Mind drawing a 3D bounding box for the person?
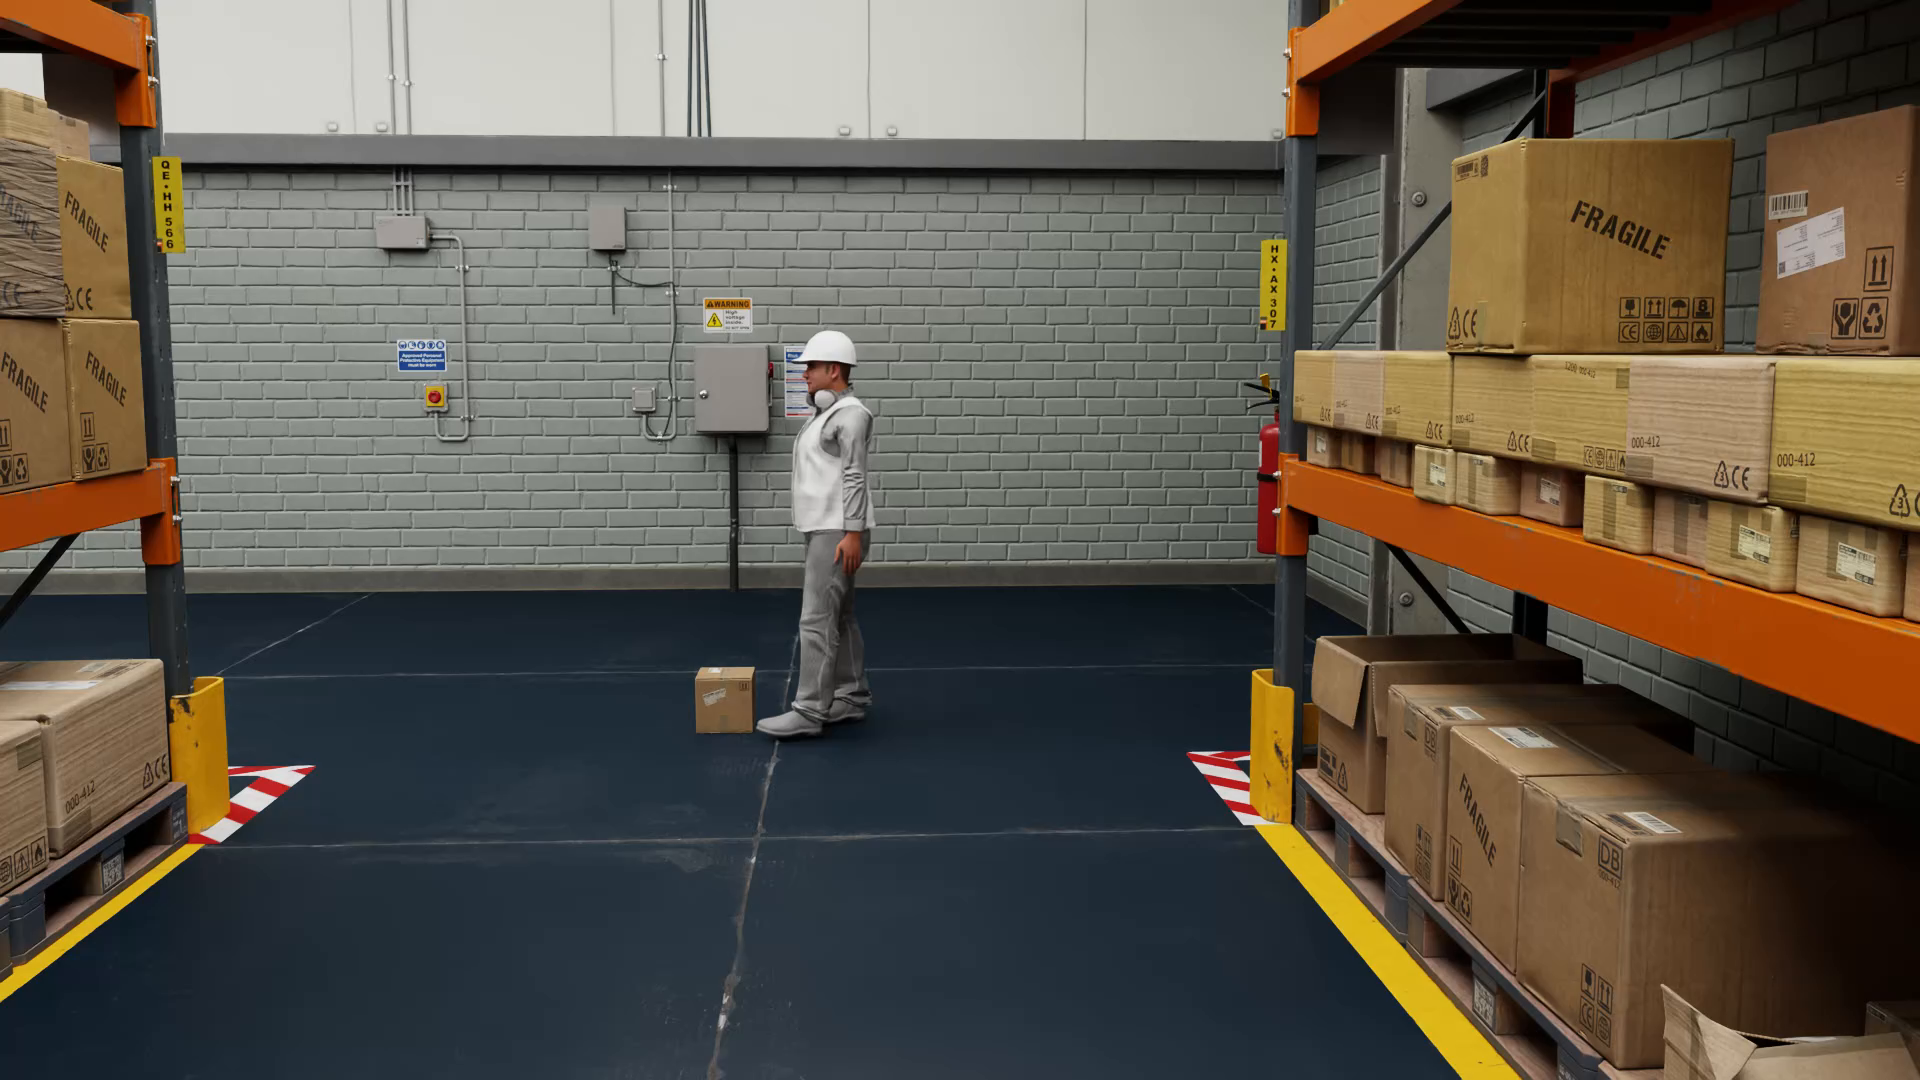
[{"bbox_3d":[-0.657,-0.038,7.410,0.590,1.774,0.565,-2,7,-16],"label":"person"}]
